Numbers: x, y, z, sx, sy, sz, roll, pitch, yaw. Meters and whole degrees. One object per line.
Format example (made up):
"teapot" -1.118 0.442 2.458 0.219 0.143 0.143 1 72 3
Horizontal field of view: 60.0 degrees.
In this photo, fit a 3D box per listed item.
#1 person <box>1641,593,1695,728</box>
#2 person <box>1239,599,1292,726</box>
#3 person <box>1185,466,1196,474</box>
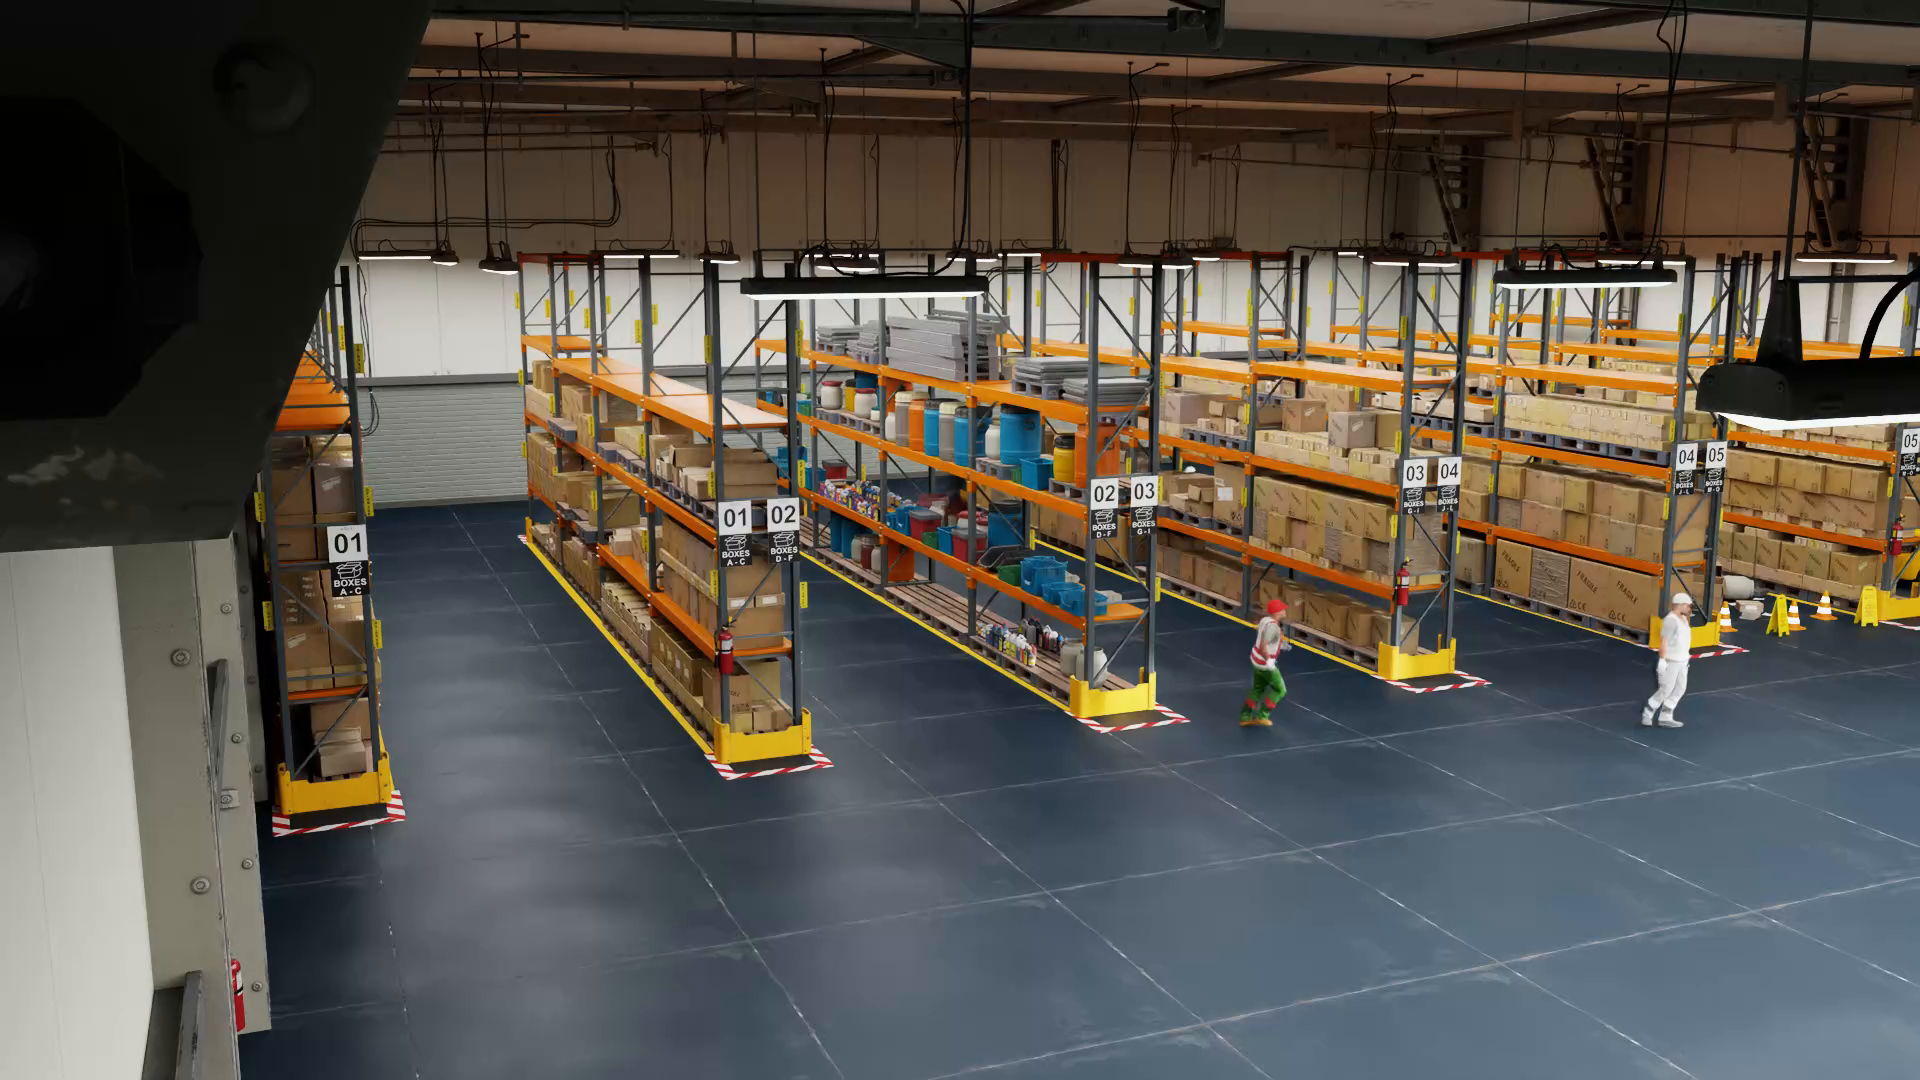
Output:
"person" 9.187 1.561 21.591 0.481 1.768 0.644 10 14 43
"person" 4.004 1.598 21.428 0.658 1.722 0.630 -2 11 -10
"person" 4.634 -0.614 33.491 0.662 1.753 0.687 -5 11 -25
